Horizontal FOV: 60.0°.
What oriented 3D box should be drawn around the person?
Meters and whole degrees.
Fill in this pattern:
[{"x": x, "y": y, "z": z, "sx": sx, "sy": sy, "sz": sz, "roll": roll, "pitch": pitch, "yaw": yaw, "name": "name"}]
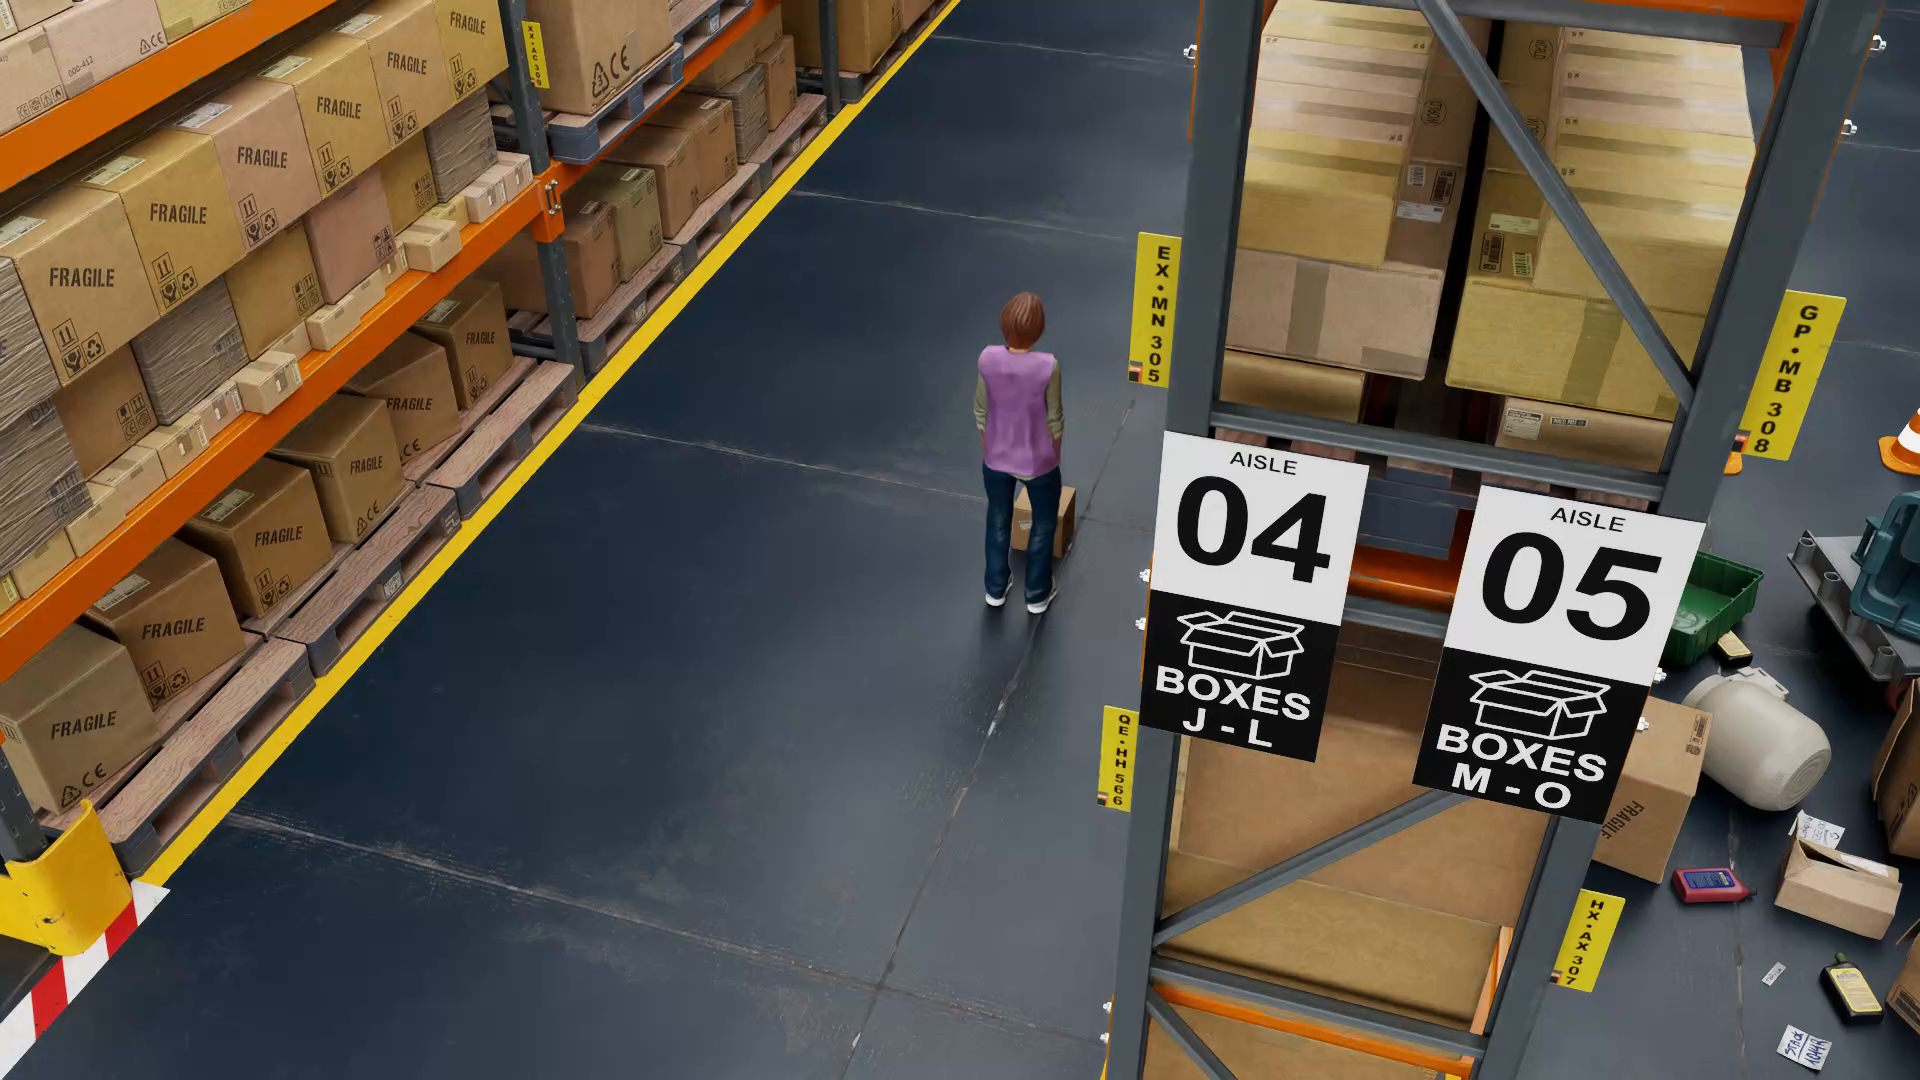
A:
[{"x": 0.255, "y": -0.367, "z": 7.389, "sx": 0.412, "sy": 1.587, "sz": 0.305, "roll": 12, "pitch": 39, "yaw": 15, "name": "person"}]
